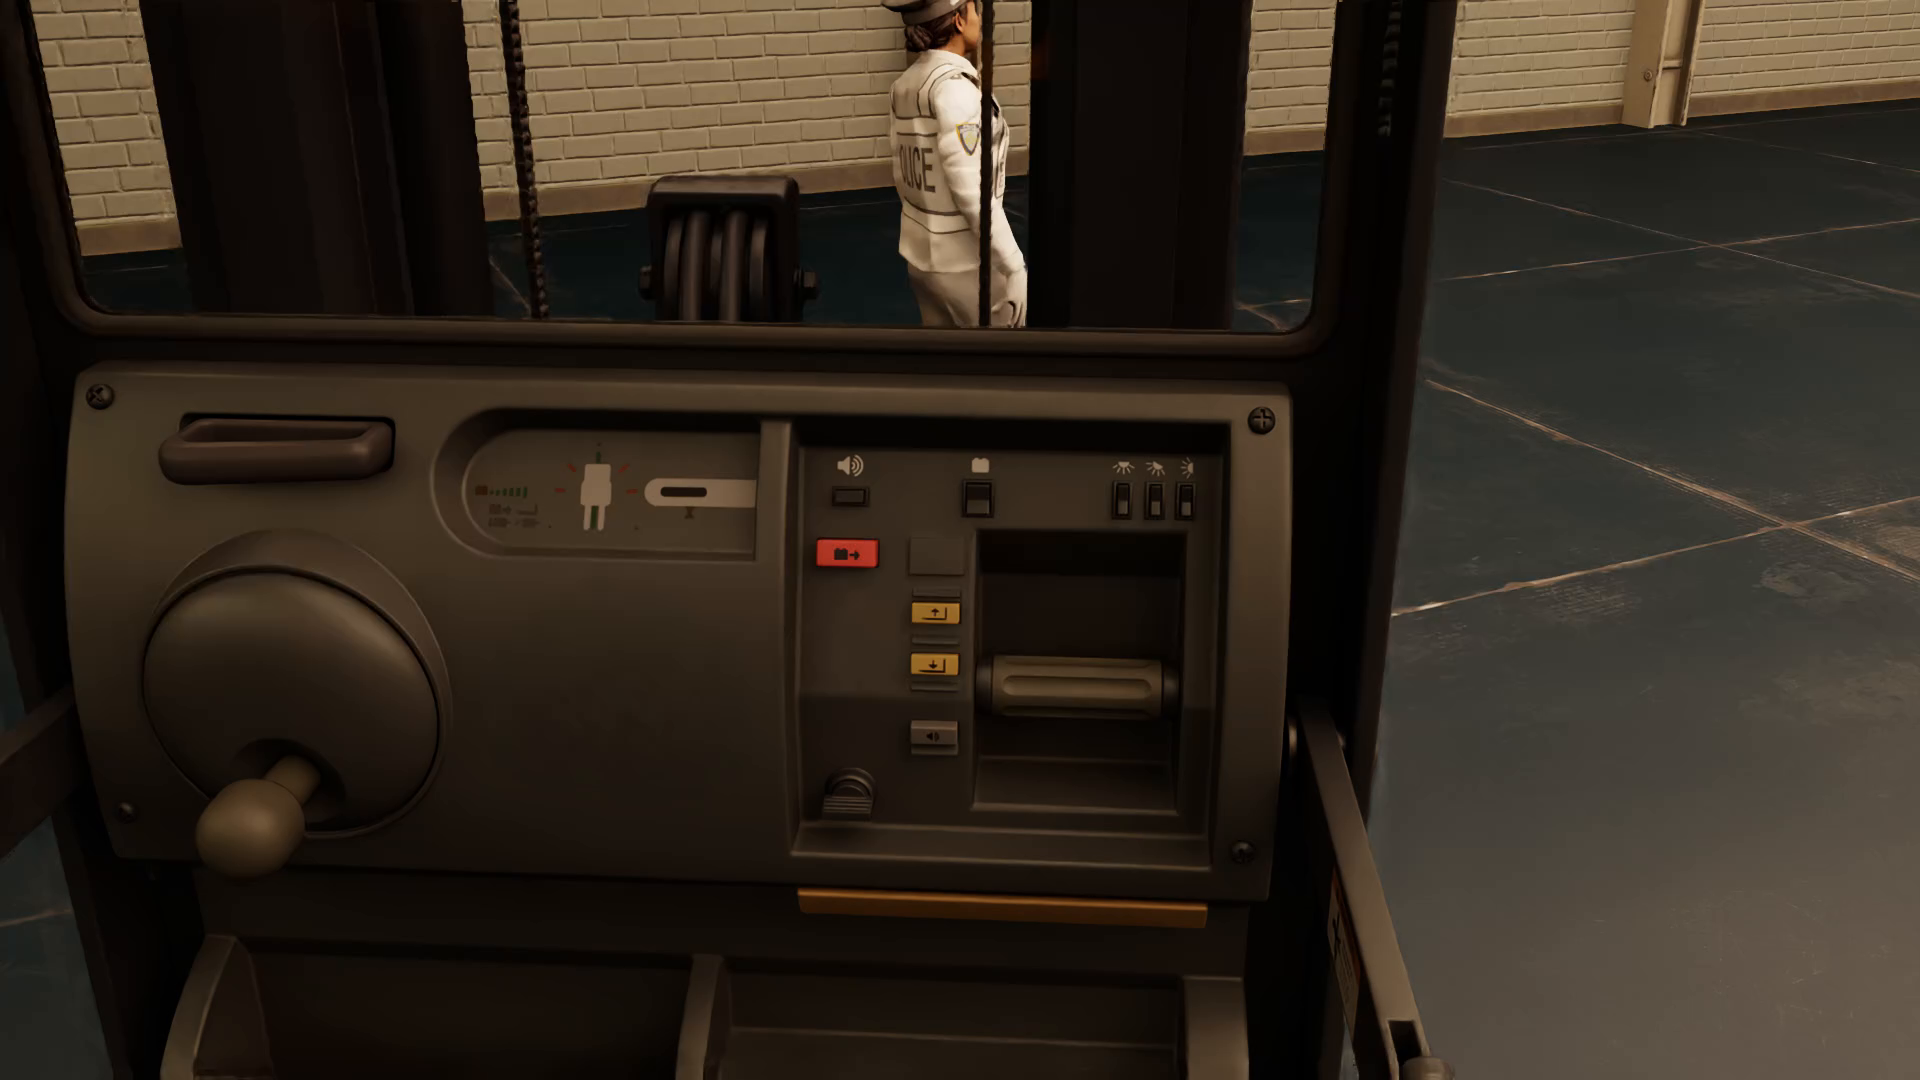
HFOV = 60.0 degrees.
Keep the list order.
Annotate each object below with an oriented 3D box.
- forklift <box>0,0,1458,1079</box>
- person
[{"bbox_3d":[-0.232,0.090,1.070,1.130,2.935,3.031,1,23,3],"label":"forklift"},{"bbox_3d":[0.065,-0.798,4.800,0.530,1.694,0.586,-10,25,-23],"label":"person"}]
